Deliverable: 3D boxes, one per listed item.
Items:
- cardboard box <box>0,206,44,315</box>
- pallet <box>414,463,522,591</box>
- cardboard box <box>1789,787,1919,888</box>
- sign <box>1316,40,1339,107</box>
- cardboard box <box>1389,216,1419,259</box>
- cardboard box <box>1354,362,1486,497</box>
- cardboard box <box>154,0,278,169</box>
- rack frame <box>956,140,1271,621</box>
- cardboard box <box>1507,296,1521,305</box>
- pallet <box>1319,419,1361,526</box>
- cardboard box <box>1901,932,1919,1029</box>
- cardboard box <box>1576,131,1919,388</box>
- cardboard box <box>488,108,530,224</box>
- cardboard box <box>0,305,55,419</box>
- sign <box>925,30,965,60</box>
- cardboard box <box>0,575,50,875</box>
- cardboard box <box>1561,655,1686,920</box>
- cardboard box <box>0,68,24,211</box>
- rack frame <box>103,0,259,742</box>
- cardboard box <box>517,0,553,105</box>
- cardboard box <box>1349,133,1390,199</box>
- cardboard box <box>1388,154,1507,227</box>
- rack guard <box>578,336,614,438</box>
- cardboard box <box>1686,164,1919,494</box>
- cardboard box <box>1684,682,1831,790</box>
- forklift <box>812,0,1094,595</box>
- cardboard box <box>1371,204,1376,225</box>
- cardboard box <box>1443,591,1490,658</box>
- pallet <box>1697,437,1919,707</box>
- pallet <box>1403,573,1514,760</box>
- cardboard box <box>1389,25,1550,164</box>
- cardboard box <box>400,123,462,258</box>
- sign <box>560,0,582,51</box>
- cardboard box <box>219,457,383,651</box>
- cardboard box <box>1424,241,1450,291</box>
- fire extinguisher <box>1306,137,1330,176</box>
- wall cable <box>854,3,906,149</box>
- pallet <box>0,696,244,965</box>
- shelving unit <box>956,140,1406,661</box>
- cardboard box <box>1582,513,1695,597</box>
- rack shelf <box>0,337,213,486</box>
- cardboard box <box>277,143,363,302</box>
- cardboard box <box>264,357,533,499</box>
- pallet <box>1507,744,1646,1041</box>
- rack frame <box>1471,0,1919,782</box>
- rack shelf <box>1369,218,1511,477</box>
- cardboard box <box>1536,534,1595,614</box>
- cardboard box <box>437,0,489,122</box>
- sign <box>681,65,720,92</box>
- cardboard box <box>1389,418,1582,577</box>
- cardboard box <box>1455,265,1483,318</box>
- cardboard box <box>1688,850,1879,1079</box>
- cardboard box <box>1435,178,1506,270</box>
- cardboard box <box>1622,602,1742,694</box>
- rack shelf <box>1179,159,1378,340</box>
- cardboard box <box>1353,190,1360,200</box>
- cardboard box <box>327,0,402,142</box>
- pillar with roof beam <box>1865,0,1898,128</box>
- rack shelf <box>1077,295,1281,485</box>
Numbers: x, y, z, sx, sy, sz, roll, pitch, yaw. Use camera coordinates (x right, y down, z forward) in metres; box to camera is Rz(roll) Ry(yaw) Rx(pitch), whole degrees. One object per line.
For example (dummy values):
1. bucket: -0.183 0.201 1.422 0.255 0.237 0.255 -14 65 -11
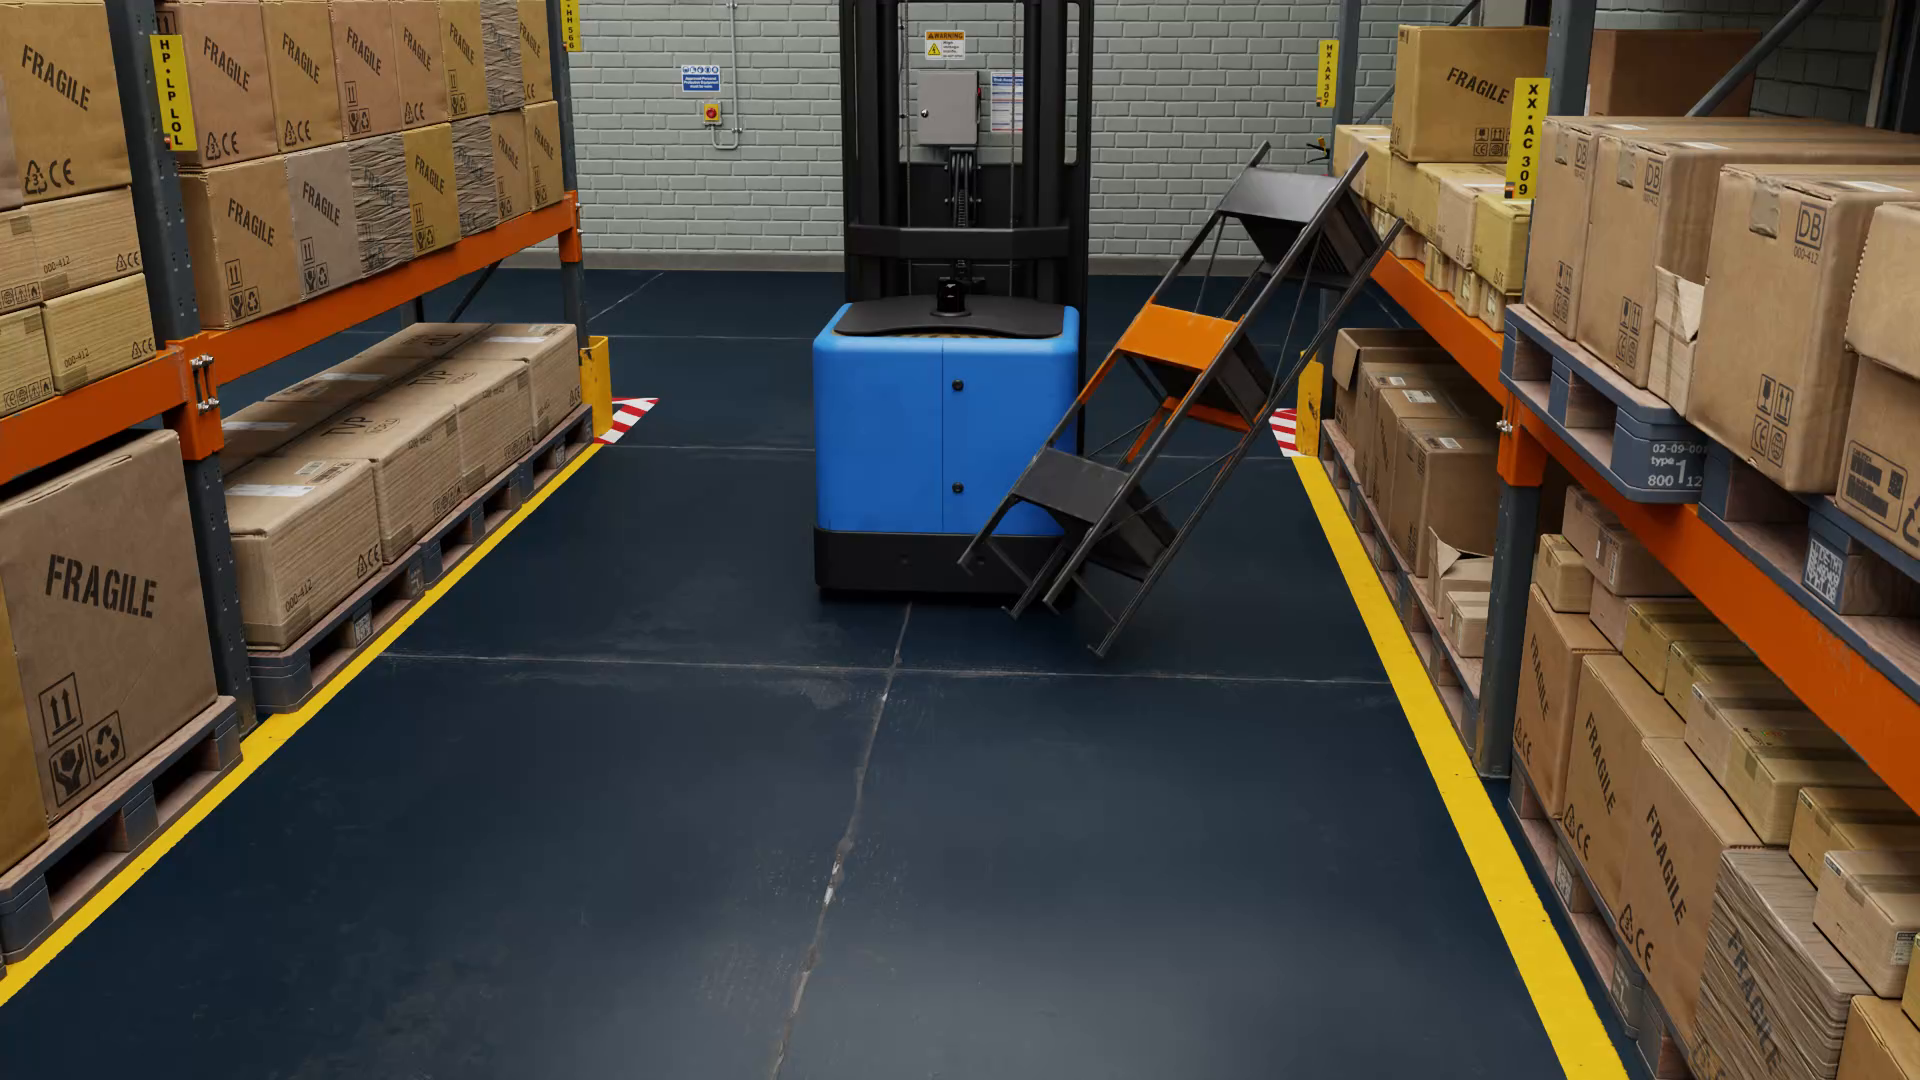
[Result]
1. cardboard box: -2.654 -0.667 4.078 0.500 0.250 0.500 2 18 5
2. pallet: -2.619 -0.087 7.351 1.003 0.211 1.213 1 18 4
3. cardboard box: 1.802 0.588 3.108 0.380 0.149 0.250 1 18 4
4. sign: 1.860 -2.354 8.400 0.100 0.325 0.005 1 18 4
5. cardboard box: 1.963 -1.234 6.776 0.380 0.149 0.250 2 18 5
6. cardboard box: 2.163 -0.490 7.441 0.700 0.500 0.500 2 18 6
7. cardboard box: -2.561 -1.463 5.305 0.500 0.500 0.500 1 18 4
8. rack frame: 0.706 -0.632 6.462 0.015 0.400 2.100 23 73 49
9. cardboard box: 1.885 -0.674 5.066 0.380 0.149 0.250 2 18 5
10. pallet: 2.340 -0.334 8.105 1.003 0.211 1.213 1 18 4
11. cardboard box: 1.744 0.750 2.615 0.380 0.149 0.250 1 18 3
12. cardboard box: 1.820 -0.629 3.692 0.700 0.500 0.500 1 18 5
13. cardboard box: -2.372 -1.777 7.867 0.500 0.500 0.500 1 18 3
14. cardboard box: -2.655 -0.424 4.140 0.500 0.250 0.500 1 18 3
15. sign: -0.125 -4.158 13.969 0.339 0.242 0.001 1 18 4
16. cardboard box: -2.858 0.487 3.857 0.875 0.875 0.875 2 18 6
17. cardboard box: 1.827 0.611 4.082 0.500 0.500 0.500 1 18 3
18. cardboard box: -2.648 -1.016 3.939 0.500 0.500 0.500 2 18 5
19. rack frame: -2.837 -0.798 5.042 1.000 3.000 0.127 1 18 4
20. cardboard box: -2.347 -2.408 8.189 0.500 0.500 0.500 2 18 6
21. cardboard box: 2.064 -1.709 7.586 0.500 0.250 0.500 1 18 5
22. cardboard box: 2.016 -1.393 6.619 0.500 0.250 0.500 1 18 2
23. rack guard: -2.548 -0.860 9.245 1.175 0.500 0.348 1 18 4
24. cardboard box: 1.763 -0.386 2.948 0.700 0.500 0.500 1 18 4
25. cardboard box: 1.812 0.427 3.601 0.380 0.149 0.250 1 18 4
26. forklift: 0.048 -1.588 7.564 1.130 2.935 3.031 1 18 4
27. cardboard box: 2.068 -1.476 7.514 0.380 0.149 0.250 2 18 6
28. cardboard box: 1.861 0.287 5.634 0.380 0.149 0.250 1 18 2
29. pallet: 1.962 0.041 2.789 1.003 0.211 1.213 1 18 4
30. pallet: 2.165 0.423 5.792 1.003 0.211 1.213 1 18 4
31. cardboard box: 1.993 -1.756 6.525 0.500 0.500 0.500 2 18 5
32. cardboard box: -2.423 -1.456 6.889 0.500 0.500 0.500 2 18 6
33. sign: -2.010 -2.687 8.566 0.100 0.325 0.005 1 18 4
34. cardboard box: -2.685 0.027 5.963 0.875 0.438 0.875 1 18 3
35. cardboard box: 1.913 -0.997 6.053 0.380 0.149 0.250 1 18 3
36. fire extinguisher: 1.951 -1.773 8.739 0.296 0.674 0.183 1 18 4
37. wall cable: -0.754 -4.247 13.935 0.588 1.984 0.122 1 18 4
38. pallet: -2.817 0.768 4.739 1.003 0.211 1.213 1 18 4
39. shelving unit: 0.855 -0.570 6.279 0.503 0.431 2.100 23 73 49
40. cardboard box: 1.852 0.037 4.312 0.380 0.149 0.250 0 18 1
41. rack shelf: -2.980 0.165 3.258 1.077 0.370 4.000 1 18 4
42. cardboard box: -2.502 -1.142 5.930 0.500 0.500 0.500 1 18 4
43. cardboard box: -2.555 -0.531 7.666 0.875 0.438 0.875 2 18 5
44. pallet: 2.094 0.890 4.368 1.003 0.211 1.213 1 18 4
45. rack frame: 2.114 -0.689 4.707 1.000 3.000 0.127 1 18 4
46. rack shelf: 2.258 -0.968 6.715 1.077 0.370 4.000 1 18 4
47. cardboard box: 1.823 0.097 4.608 0.380 0.149 0.250 2 18 7
48. cardboard box: -2.394 -2.092 7.223 0.500 0.500 0.500 1 18 4
49. sign: -2.213 -3.941 14.198 0.327 0.218 0.001 1 18 4
50. cardboard box: 2.088 -0.168 6.457 0.700 0.500 0.500 1 18 2
51. cardboard box: 1.877 -0.836 5.562 0.380 0.149 0.250 2 18 5
52. cardboard box: 1.743 0.926 3.118 0.500 0.500 0.500 1 18 2
53. cardboard box: 1.929 -1.078 5.659 0.500 0.250 0.500 1 18 4
54. cardboard box: 1.874 0.265 4.096 0.380 0.149 0.250 0 18 1
55. rack shelf: 1.251 -1.113 6.416 0.480 0.431 0.518 23 73 49
56. cardboard box: 2.104 -1.715 8.245 0.380 0.149 0.250 1 18 3
57. cardboard box: -2.471 -1.779 6.268 0.500 0.500 0.500 2 18 5
58. pillar with roof beam: -1.231 -3.832 4.665 9.100 9.000 0.400 1 18 4
59. rack shelf: 0.847 -0.559 6.276 0.480 0.431 0.518 23 73 49
